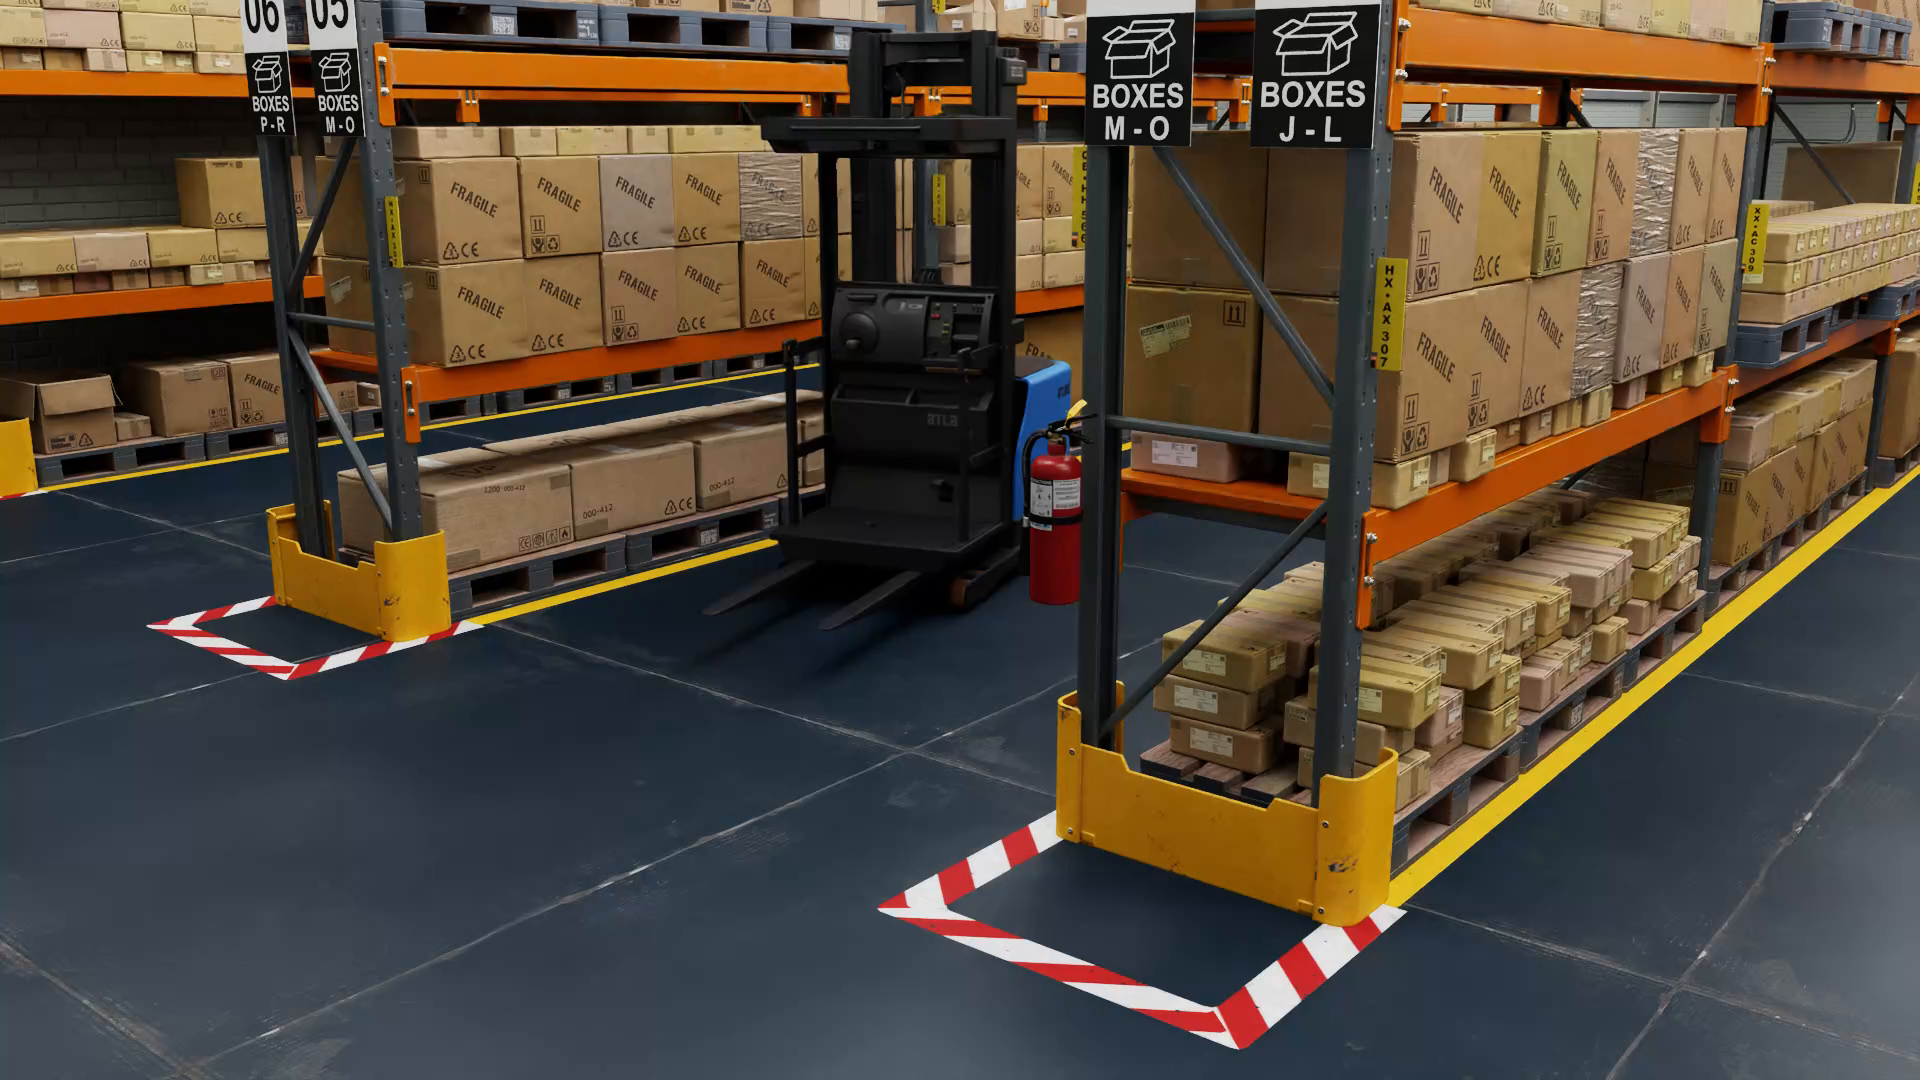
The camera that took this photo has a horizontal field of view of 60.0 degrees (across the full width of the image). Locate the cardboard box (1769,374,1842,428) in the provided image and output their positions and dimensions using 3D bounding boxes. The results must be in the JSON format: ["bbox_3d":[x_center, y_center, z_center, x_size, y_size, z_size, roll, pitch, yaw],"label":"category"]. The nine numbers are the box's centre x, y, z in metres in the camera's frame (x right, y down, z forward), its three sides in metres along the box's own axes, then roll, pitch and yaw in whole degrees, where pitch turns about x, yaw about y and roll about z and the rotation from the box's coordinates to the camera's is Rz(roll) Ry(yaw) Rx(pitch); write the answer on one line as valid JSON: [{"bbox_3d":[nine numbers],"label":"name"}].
[{"bbox_3d":[4.994,-0.849,10.072,0.500,0.250,0.500,12,18,39],"label":"cardboard box"}]

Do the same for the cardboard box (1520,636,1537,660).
[{"bbox_3d":[2.139,0.387,6.840,0.380,0.149,0.250,12,19,40],"label":"cardboard box"}]

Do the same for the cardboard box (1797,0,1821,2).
[{"bbox_3d":[4.063,-2.842,8.454,0.500,0.311,0.500,11,18,37],"label":"cardboard box"}]

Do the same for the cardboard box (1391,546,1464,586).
[{"bbox_3d":[1.967,0.127,7.259,0.380,0.149,0.250,11,18,38],"label":"cardboard box"}]

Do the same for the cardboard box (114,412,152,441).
[{"bbox_3d":[-6.189,-0.840,12.273,0.380,0.149,0.250,10,18,35],"label":"cardboard box"}]

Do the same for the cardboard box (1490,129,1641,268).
[{"bbox_3d":[2.295,-1.340,6.467,0.500,0.500,0.500,11,18,36],"label":"cardboard box"}]

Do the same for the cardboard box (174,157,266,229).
[{"bbox_3d":[-5.507,-2.607,12.472,0.500,0.500,0.500,12,18,39],"label":"cardboard box"}]

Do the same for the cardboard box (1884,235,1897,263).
[{"bbox_3d":[5.417,-1.769,10.046,0.380,0.149,0.250,11,18,38],"label":"cardboard box"}]

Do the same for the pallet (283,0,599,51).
[{"bbox_3d":[-2.623,-2.627,8.460,1.003,0.211,1.213,11,18,38],"label":"pallet"}]

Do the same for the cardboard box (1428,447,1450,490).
[{"bbox_3d":[1.419,-0.271,5.606,0.380,0.149,0.250,12,19,40],"label":"cardboard box"}]

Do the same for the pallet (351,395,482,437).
[{"bbox_3d":[-4.863,-1.123,14.115,1.003,0.211,1.213,11,18,38],"label":"pallet"}]

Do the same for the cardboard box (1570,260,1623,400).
[{"bbox_3d":[2.279,-0.859,6.603,0.500,0.500,0.500,11,18,36],"label":"cardboard box"}]

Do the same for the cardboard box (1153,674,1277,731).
[{"bbox_3d":[0.942,0.563,6.148,0.380,0.149,0.250,11,18,36],"label":"cardboard box"}]

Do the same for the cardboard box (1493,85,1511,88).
[{"bbox_3d":[5.726,-4.958,17.964,0.380,0.149,0.250,11,18,36],"label":"cardboard box"}]

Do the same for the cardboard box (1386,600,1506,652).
[{"bbox_3d":[1.855,0.356,6.358,0.380,0.149,0.250,10,17,35],"label":"cardboard box"}]

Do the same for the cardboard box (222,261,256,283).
[{"bbox_3d":[-5.526,-2.031,12.537,0.380,0.149,0.250,12,18,39],"label":"cardboard box"}]

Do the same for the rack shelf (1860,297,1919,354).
[{"bbox_3d":[7.117,-1.892,12.940,1.077,0.370,4.000,11,18,38],"label":"rack shelf"}]

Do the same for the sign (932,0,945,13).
[{"bbox_3d":[-0.135,-3.496,10.488,0.100,0.325,0.005,11,18,38],"label":"sign"}]

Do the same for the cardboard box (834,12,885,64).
[{"bbox_3d":[-1.032,-5.339,17.697,0.700,0.500,0.500,11,18,36],"label":"cardboard box"}]

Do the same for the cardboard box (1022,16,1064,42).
[{"bbox_3d":[0.500,-3.571,11.616,0.380,0.166,0.250,10,17,34],"label":"cardboard box"}]

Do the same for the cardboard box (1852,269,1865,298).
[{"bbox_3d":[4.929,-1.477,9.500,0.380,0.149,0.250,10,17,35],"label":"cardboard box"}]

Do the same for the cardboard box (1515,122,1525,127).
[{"bbox_3d":[5.838,-4.399,18.508,0.700,0.500,0.500,11,18,37],"label":"cardboard box"}]

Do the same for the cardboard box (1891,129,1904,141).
[{"bbox_3d":[8.888,-3.409,14.951,0.875,0.550,0.550,11,18,38],"label":"cardboard box"}]

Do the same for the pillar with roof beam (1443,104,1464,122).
[{"bbox_3d":[12.864,-9.450,29.044,9.100,9.000,0.400,11,18,38],"label":"pillar with roof beam"}]

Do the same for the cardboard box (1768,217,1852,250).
[{"bbox_3d":[4.605,-1.666,9.037,0.380,0.149,0.250,11,18,37],"label":"cardboard box"}]

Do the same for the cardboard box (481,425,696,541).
[{"bbox_3d":[-2.176,-0.353,9.770,0.875,0.438,0.875,12,18,39],"label":"cardboard box"}]

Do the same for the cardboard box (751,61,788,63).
[{"bbox_3d":[-2.050,-4.617,16.419,0.500,0.250,0.500,11,18,36],"label":"cardboard box"}]

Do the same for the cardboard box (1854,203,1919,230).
[{"bbox_3d":[5.909,-2.063,10.601,0.380,0.149,0.250,10,18,35],"label":"cardboard box"}]

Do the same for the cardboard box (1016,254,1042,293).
[{"bbox_3d":[0.239,-1.909,11.848,0.500,0.250,0.500,11,18,36],"label":"cardboard box"}]

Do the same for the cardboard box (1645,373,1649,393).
[{"bbox_3d":[2.842,-0.732,7.424,0.380,0.149,0.250,11,18,36],"label":"cardboard box"}]

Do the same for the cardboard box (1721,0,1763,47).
[{"bbox_3d":[3.248,-2.337,7.443,0.500,0.250,0.500,12,18,39],"label":"cardboard box"}]

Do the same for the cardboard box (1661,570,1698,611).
[{"bbox_3d":[3.365,0.214,8.125,0.380,0.149,0.250,12,18,38],"label":"cardboard box"}]

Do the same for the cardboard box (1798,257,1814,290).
[{"bbox_3d":[4.113,-1.372,8.485,0.380,0.149,0.250,11,18,36],"label":"cardboard box"}]

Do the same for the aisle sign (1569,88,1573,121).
[{"bbox_3d":[7.239,-5.364,19.864,0.394,0.787,0.004,11,18,38],"label":"aisle sign"}]

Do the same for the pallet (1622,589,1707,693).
[{"bbox_3d":[2.952,0.394,8.144,1.003,0.211,1.213,11,18,38],"label":"pallet"}]

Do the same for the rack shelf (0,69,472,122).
[{"bbox_3d":[-5.687,-3.328,12.500,1.077,0.370,4.000,11,18,38],"label":"rack shelf"}]

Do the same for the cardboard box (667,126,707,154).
[{"bbox_3d":[-1.635,-2.236,9.280,0.380,0.149,0.250,11,18,36],"label":"cardboard box"}]

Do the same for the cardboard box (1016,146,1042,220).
[{"bbox_3d":[0.231,-2.513,11.689,0.500,0.500,0.500,11,18,37],"label":"cardboard box"}]

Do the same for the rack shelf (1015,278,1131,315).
[{"bbox_3d":[0.690,-1.873,12.864,1.077,0.370,4.000,11,18,38],"label":"rack shelf"}]

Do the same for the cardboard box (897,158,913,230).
[{"bbox_3d":[-0.649,-2.238,10.609,0.500,0.500,0.500,11,18,37],"label":"cardboard box"}]

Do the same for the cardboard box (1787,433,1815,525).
[{"bbox_3d":[4.667,-0.388,9.783,0.500,0.500,0.500,12,18,38],"label":"cardboard box"}]

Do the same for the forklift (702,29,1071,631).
[{"bbox_3d":[-0.340,-1.171,8.780,1.130,2.935,3.031,6,15,21],"label":"forklift"}]

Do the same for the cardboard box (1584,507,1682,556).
[{"bbox_3d":[3.196,-0.038,7.911,0.380,0.149,0.250,12,18,38],"label":"cardboard box"}]

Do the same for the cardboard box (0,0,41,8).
[{"bbox_3d":[-6.470,-3.654,11.006,0.500,0.250,0.500,11,18,37],"label":"cardboard box"}]

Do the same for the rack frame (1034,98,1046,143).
[{"bbox_3d":[0.598,-4.138,20.320,1.000,3.000,0.127,11,18,38],"label":"rack frame"}]

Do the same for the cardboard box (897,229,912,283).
[{"bbox_3d":[-0.660,-1.759,10.750,0.500,0.500,0.500,11,18,38],"label":"cardboard box"}]

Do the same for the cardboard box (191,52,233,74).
[{"bbox_3d":[-5.524,-3.476,12.130,0.380,0.149,0.250,11,18,38],"label":"cardboard box"}]

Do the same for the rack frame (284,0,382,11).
[{"bbox_3d":[-3.081,-3.980,7.514,1.000,3.000,0.127,11,18,38],"label":"rack frame"}]

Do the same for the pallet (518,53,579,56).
[{"bbox_3d":[-3.966,-4.083,14.391,1.213,0.211,1.003,11,18,38],"label":"pallet"}]

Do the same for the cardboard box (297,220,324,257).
[{"bbox_3d":[-5.188,-2.350,12.984,0.500,0.250,0.500,11,18,37],"label":"cardboard box"}]
